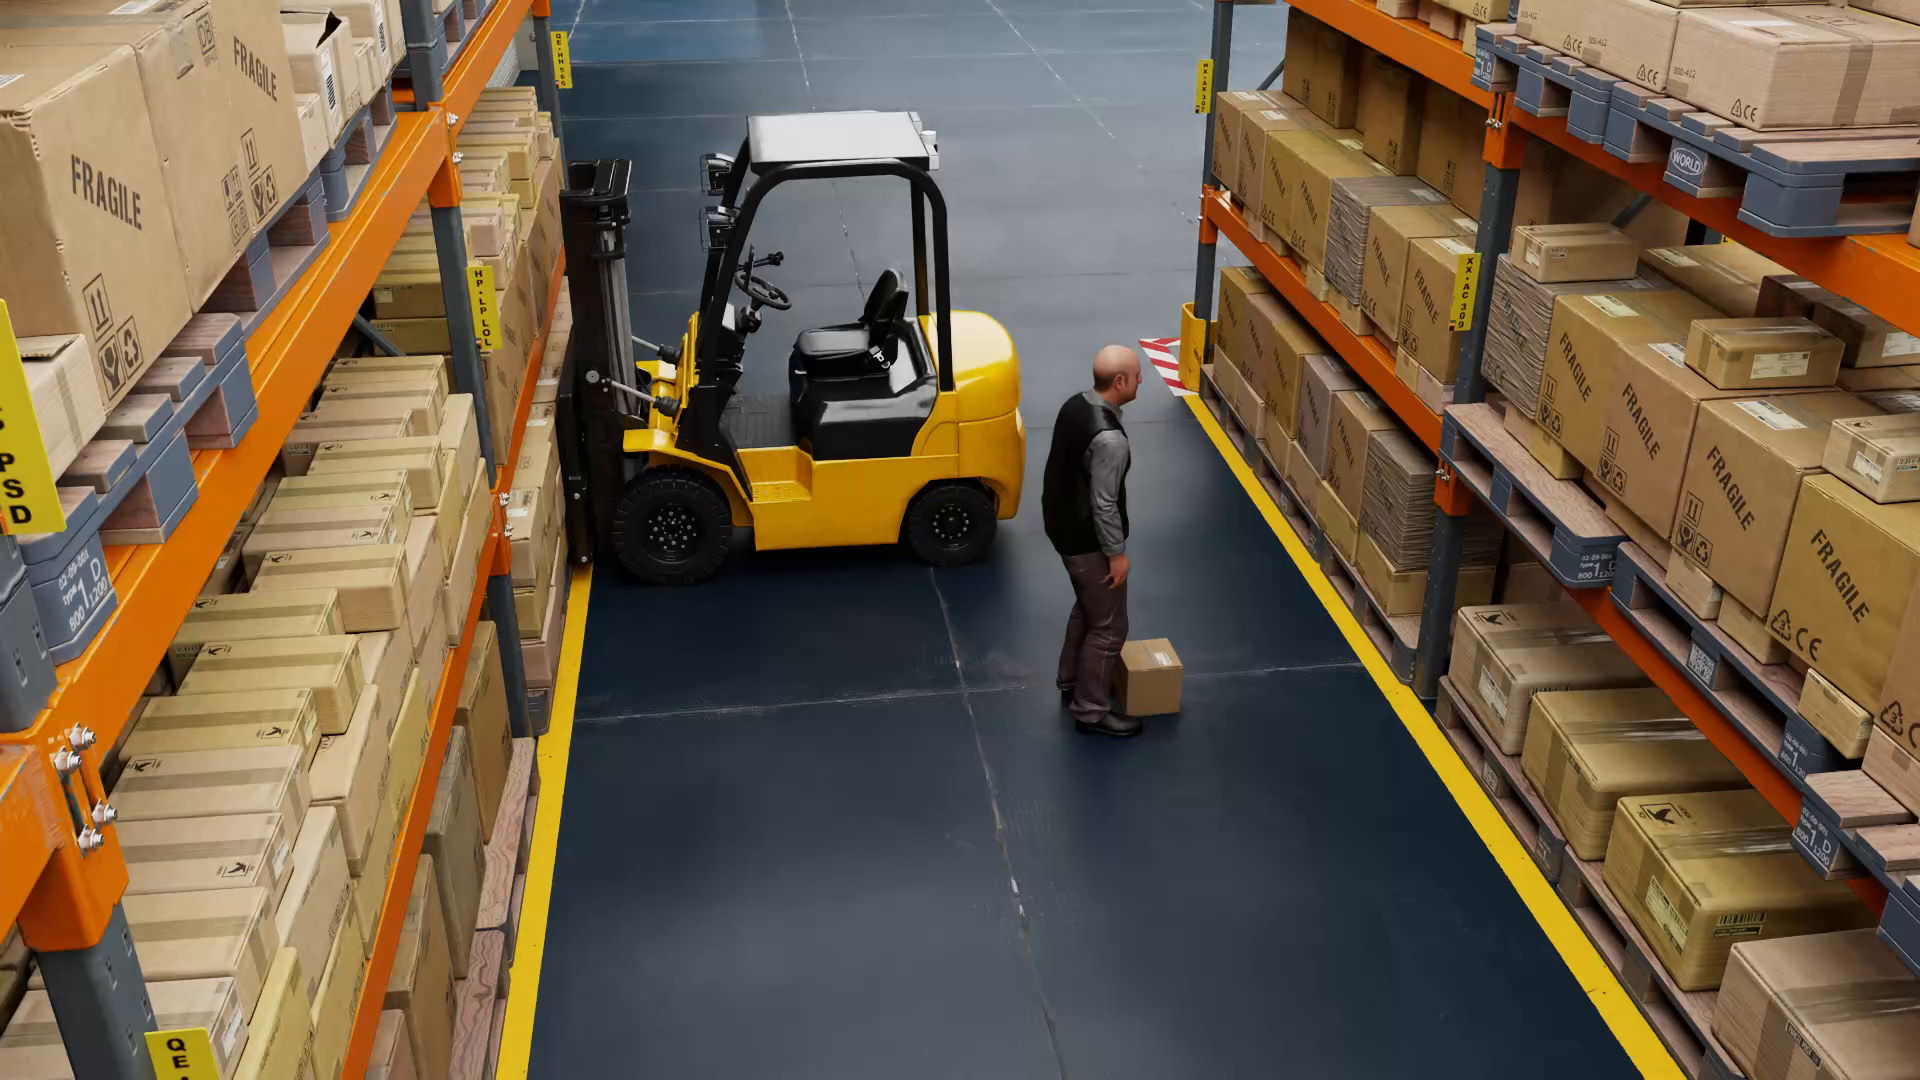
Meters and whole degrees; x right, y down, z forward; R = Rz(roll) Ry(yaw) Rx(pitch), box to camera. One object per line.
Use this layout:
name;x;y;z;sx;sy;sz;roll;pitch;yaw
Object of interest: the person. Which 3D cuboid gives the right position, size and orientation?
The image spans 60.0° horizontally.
person;0.567;-0.010;7.165;0.422;1.719;0.581;-5;27;-10
